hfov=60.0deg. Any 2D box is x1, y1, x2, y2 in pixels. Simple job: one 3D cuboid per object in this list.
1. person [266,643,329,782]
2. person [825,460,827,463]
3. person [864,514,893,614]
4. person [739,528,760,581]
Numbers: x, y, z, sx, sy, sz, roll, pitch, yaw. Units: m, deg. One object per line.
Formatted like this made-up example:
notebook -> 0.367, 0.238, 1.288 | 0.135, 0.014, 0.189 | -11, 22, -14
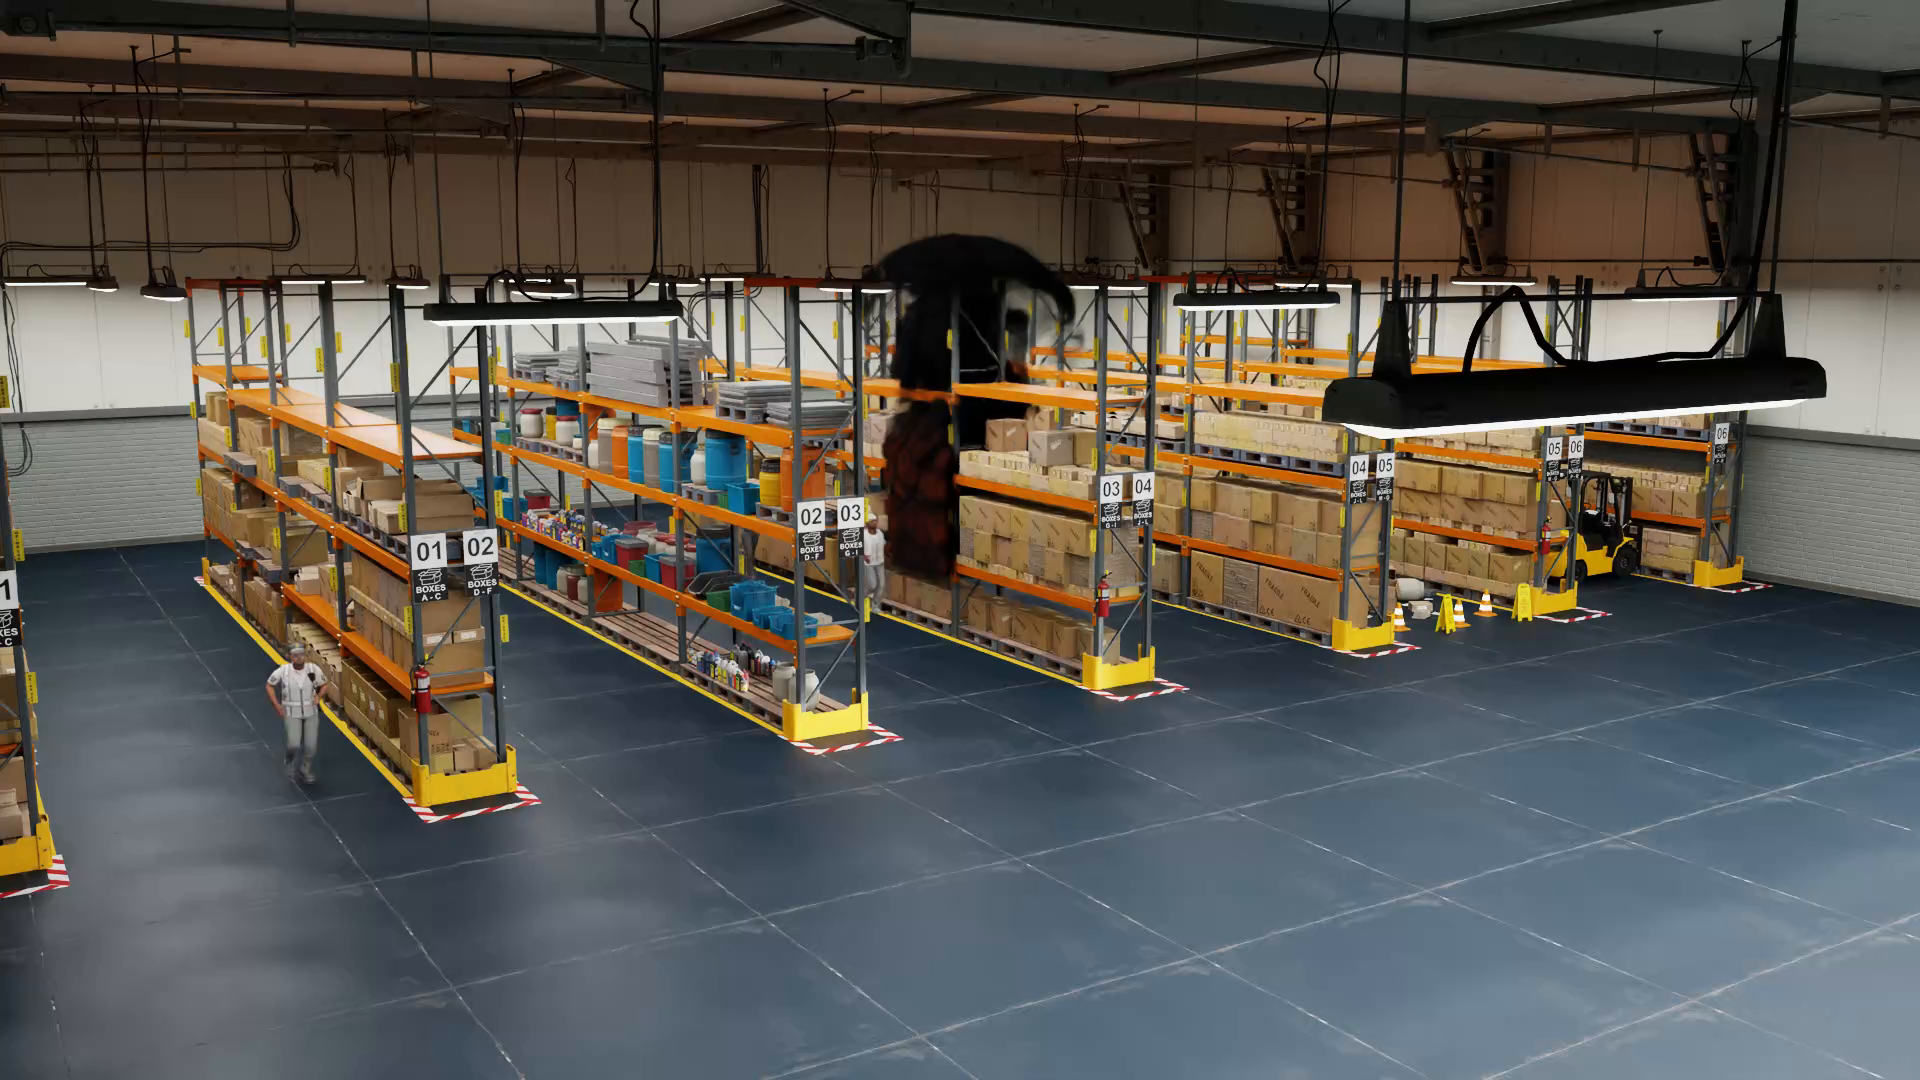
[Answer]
person -> -8.013, 2.103, 20.227 | 0.710, 1.757, 0.563 | -5, 11, -29
person -> -3.441, -1.139, 39.900 | 0.708, 1.594, 0.572 | -1, 10, -7
person -> -1.511, 0.402, 28.690 | 0.701, 1.733, 0.559 | -7, 12, -37
person -> -3.990, -0.034, 31.664 | 0.557, 1.701, 0.780 | -7, 12, -37
